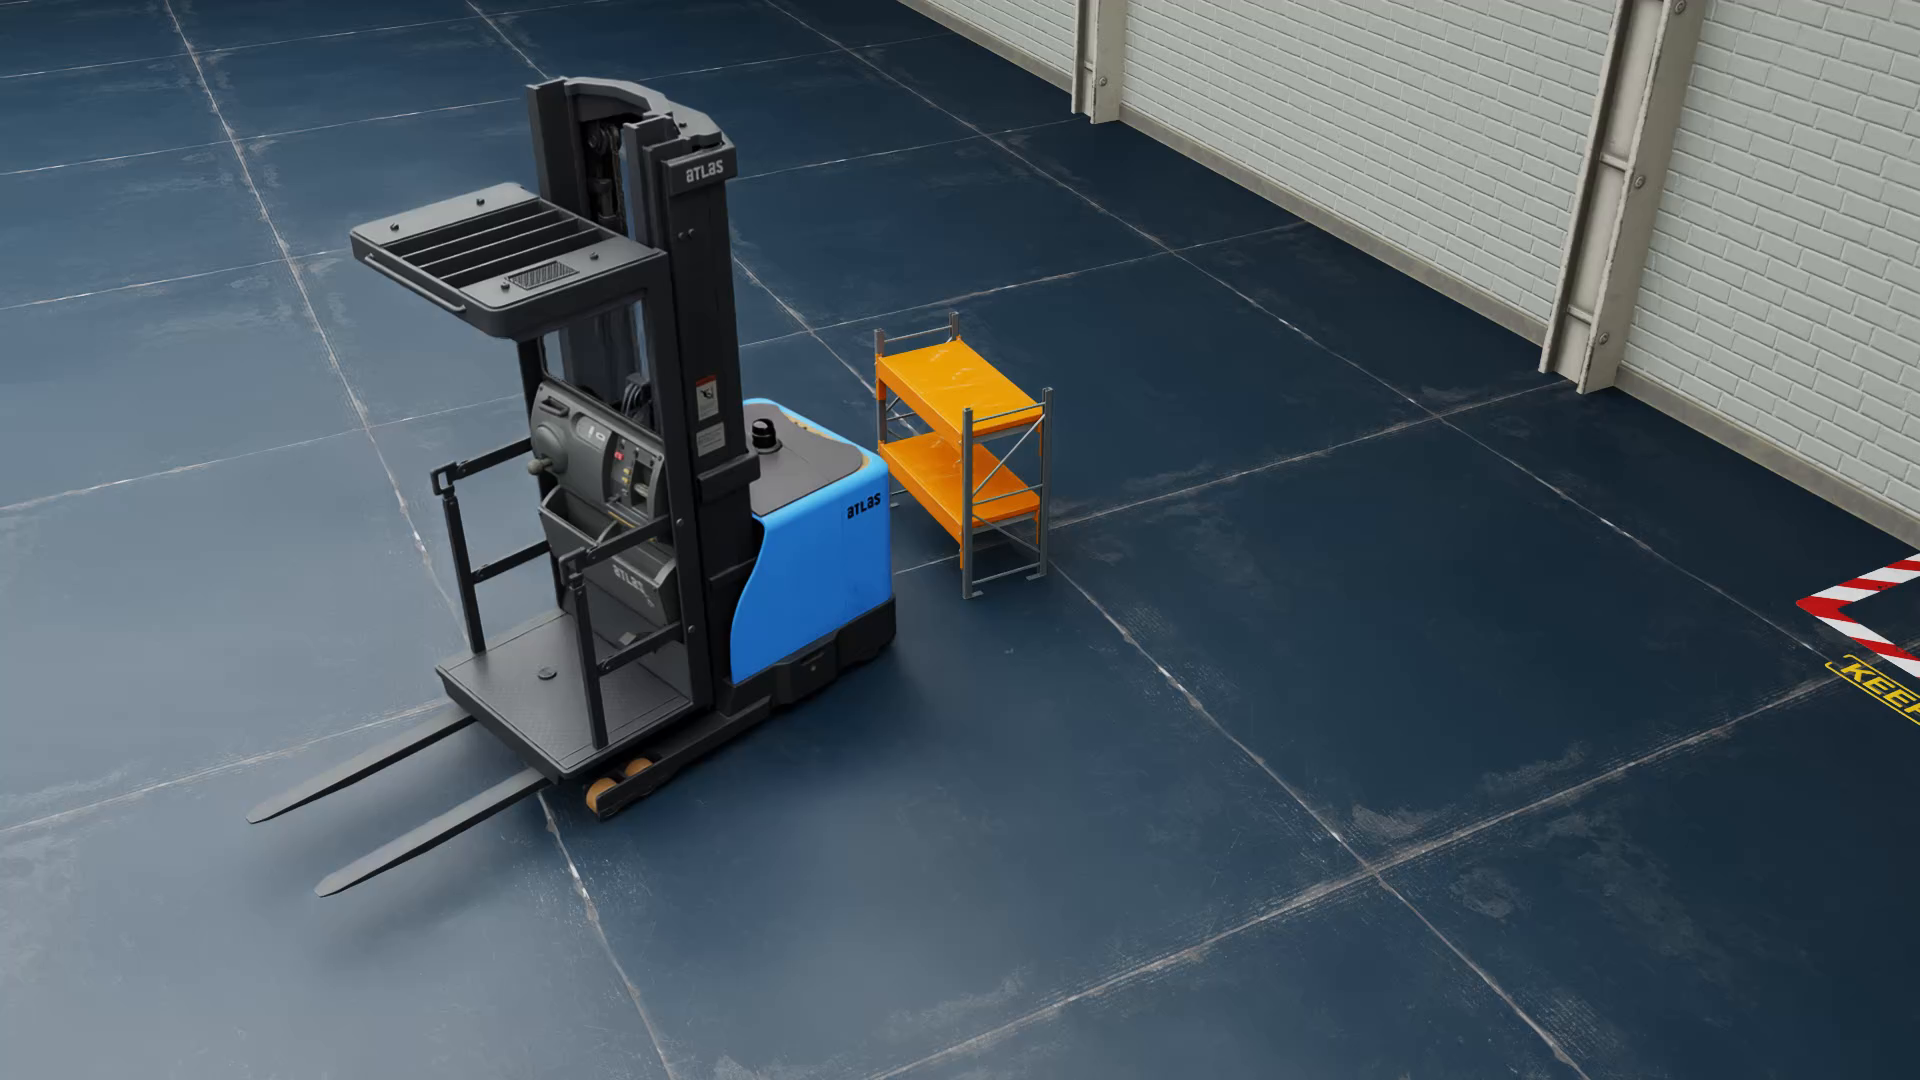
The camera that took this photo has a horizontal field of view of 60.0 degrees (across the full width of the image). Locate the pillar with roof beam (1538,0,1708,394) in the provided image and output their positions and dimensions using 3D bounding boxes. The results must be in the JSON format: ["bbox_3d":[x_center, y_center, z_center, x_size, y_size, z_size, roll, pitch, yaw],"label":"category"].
[{"bbox_3d":[0.252,-3.778,6.825,9.100,9.000,0.400,-16,36,-23],"label":"pillar with roof beam"}]

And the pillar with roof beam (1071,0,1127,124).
[{"bbox_3d":[-2.546,-6.642,11.294,9.100,9.000,0.400,-16,36,-23],"label":"pillar with roof beam"}]

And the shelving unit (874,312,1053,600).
[{"bbox_3d":[0.003,-0.470,8.960,0.538,1.125,1.048,-16,36,-23],"label":"shelving unit"}]

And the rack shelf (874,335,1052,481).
[{"bbox_3d":[0.003,-0.717,8.802,0.538,0.278,1.000,-16,36,-23],"label":"rack shelf"}]

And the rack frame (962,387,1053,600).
[{"bbox_3d":[0.240,-0.228,8.582,0.500,1.125,0.032,-16,36,-23],"label":"rack frame"}]

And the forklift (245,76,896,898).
[{"bbox_3d":[-1.719,-0.327,7.061,1.130,2.935,3.031,28,42,36],"label":"forklift"}]

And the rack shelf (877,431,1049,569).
[{"bbox_3d":[0.003,-0.265,9.092,0.538,0.278,1.000,-16,36,-23],"label":"rack shelf"}]

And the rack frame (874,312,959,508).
[{"bbox_3d":[-0.234,-0.713,9.339,0.500,1.125,0.032,-16,36,-23],"label":"rack frame"}]
